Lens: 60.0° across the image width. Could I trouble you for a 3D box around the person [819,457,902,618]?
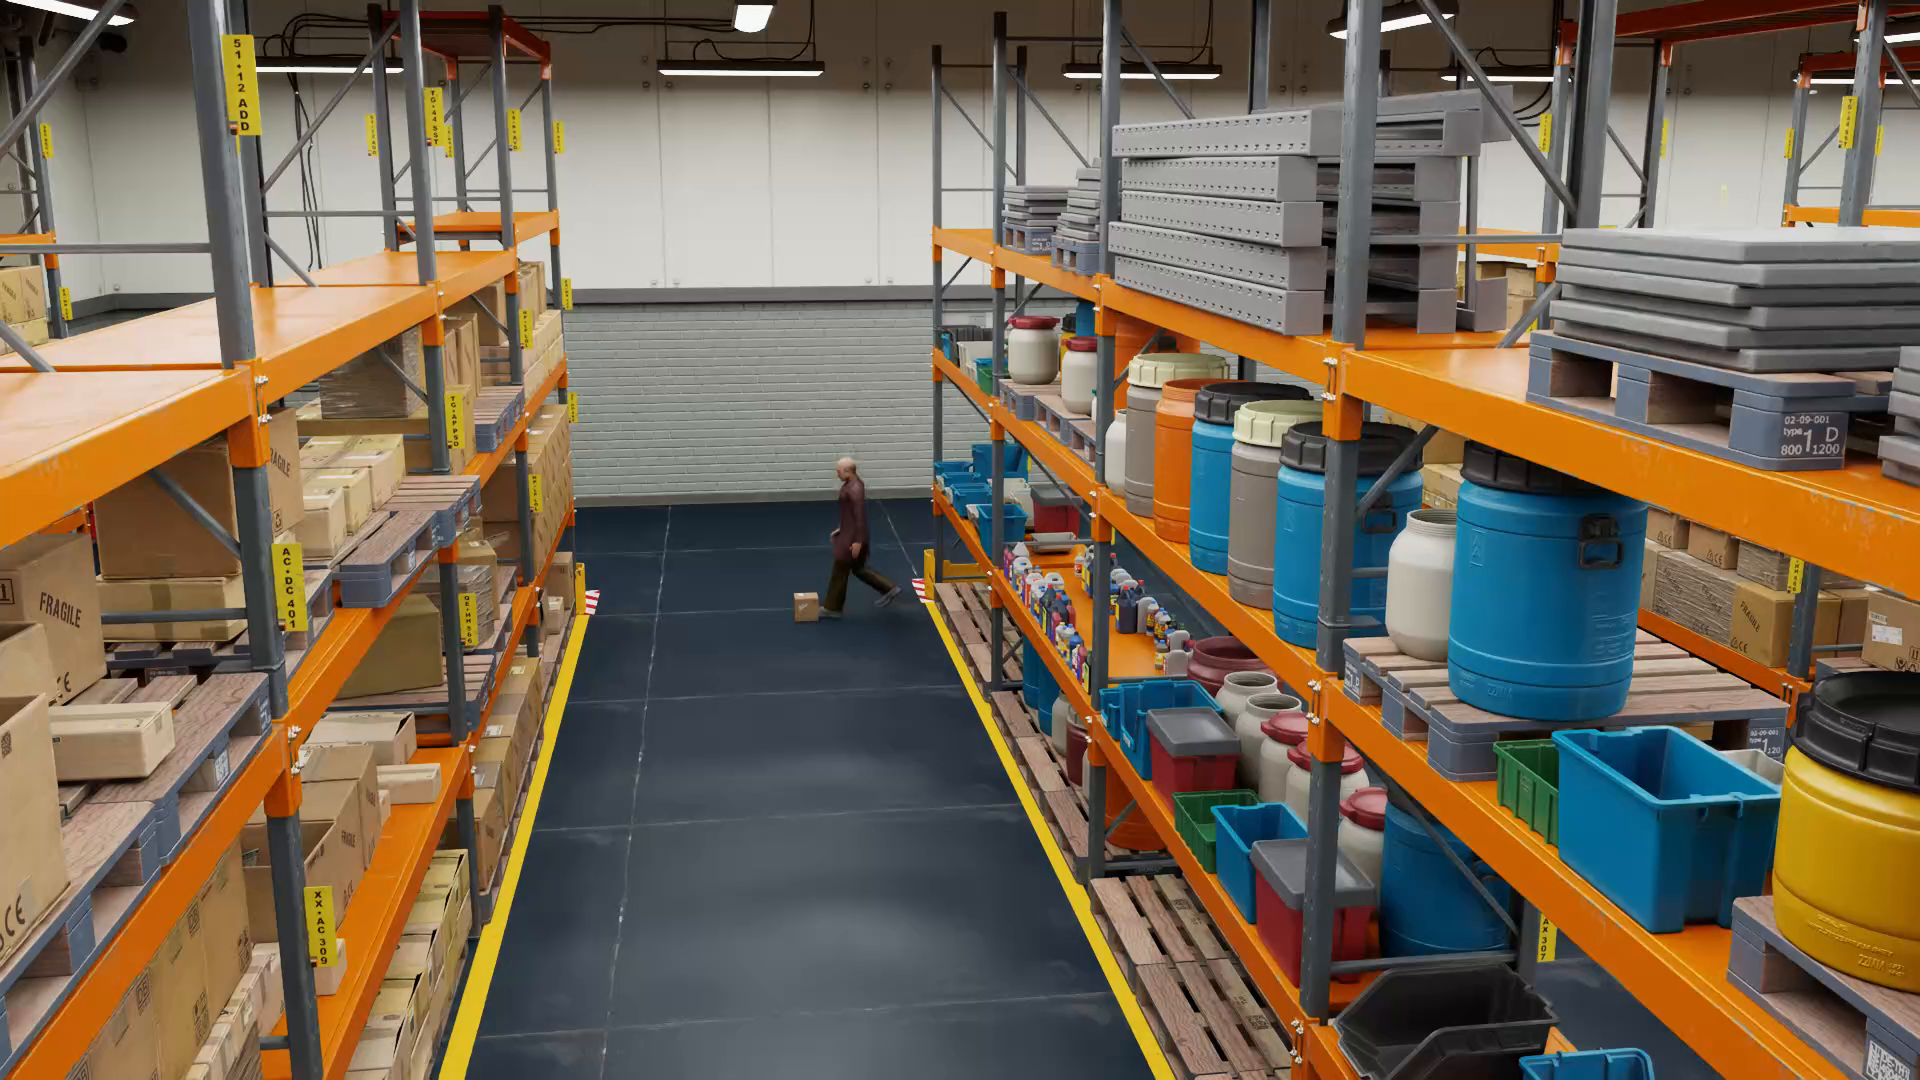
[{"bbox_3d":[-1.135,-0.031,17.829,1.011,1.748,0.576,1,13,3],"label":"person"}]
